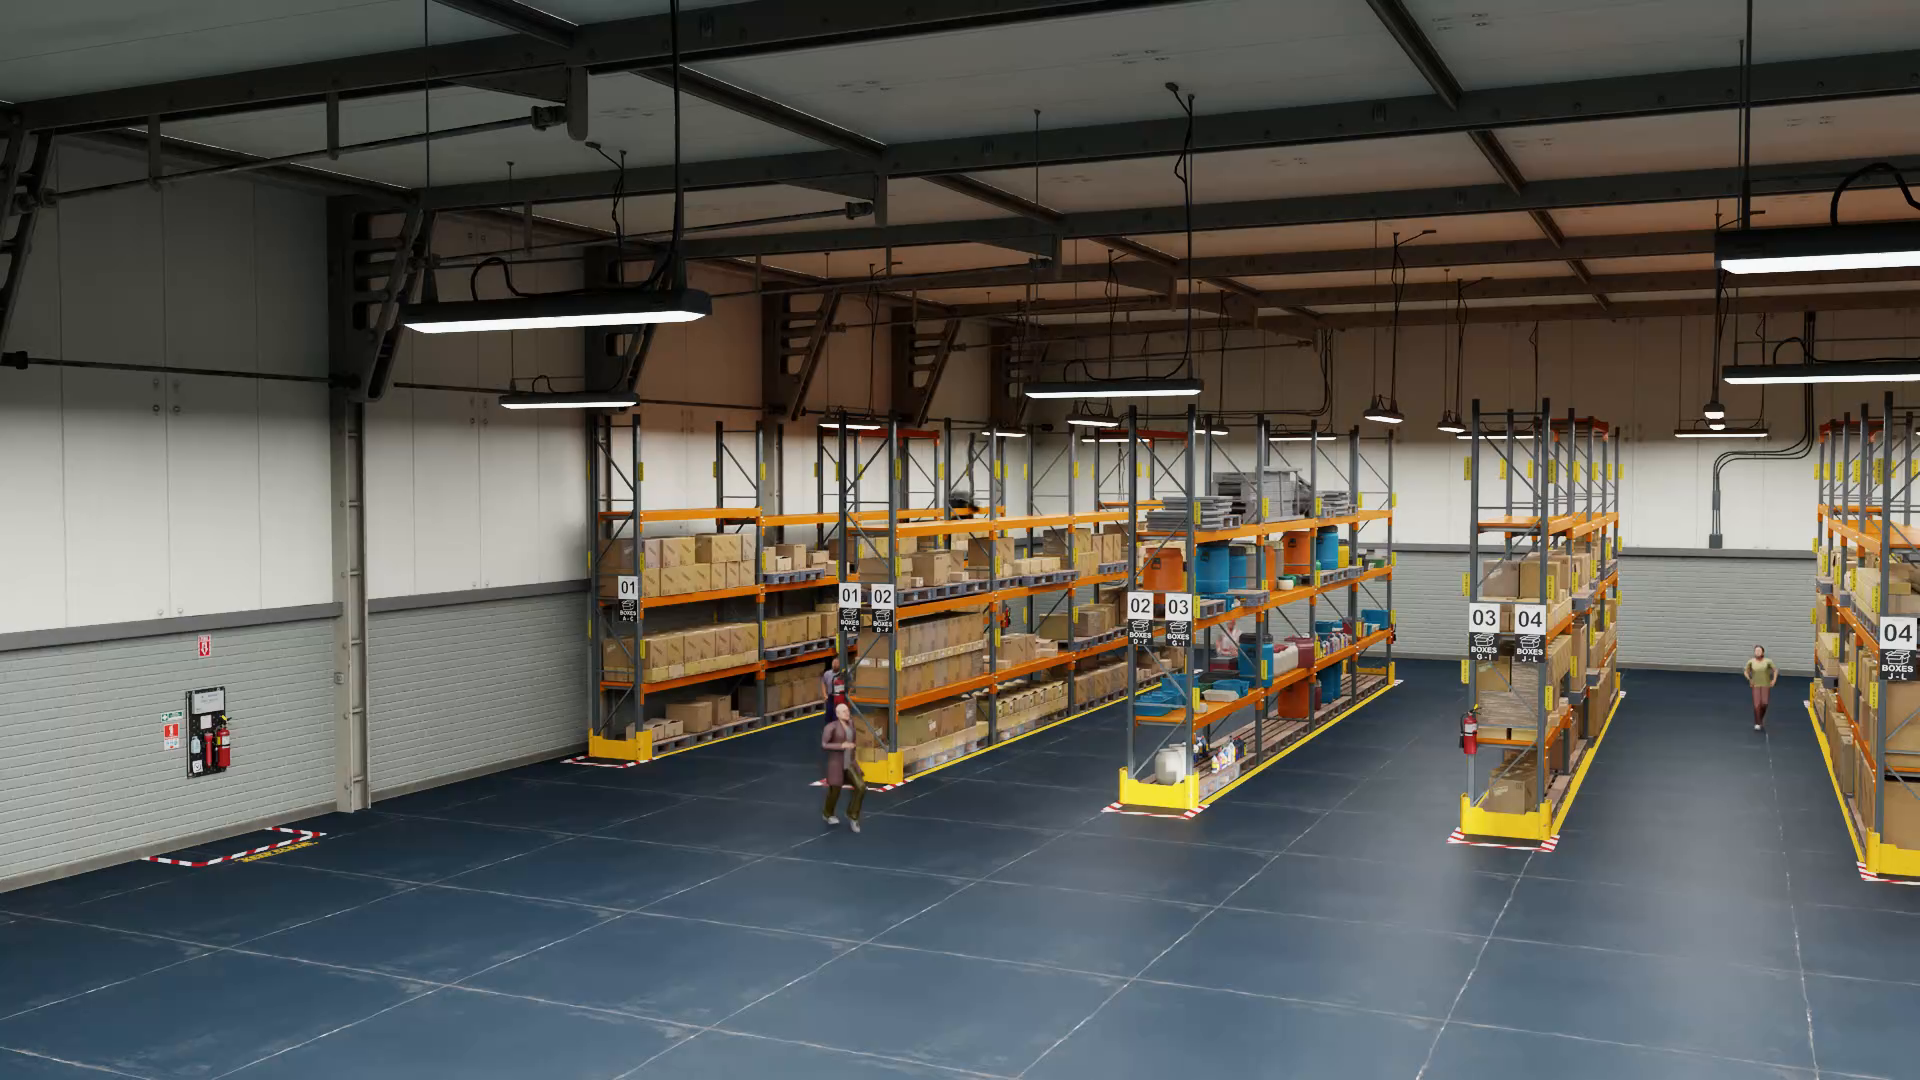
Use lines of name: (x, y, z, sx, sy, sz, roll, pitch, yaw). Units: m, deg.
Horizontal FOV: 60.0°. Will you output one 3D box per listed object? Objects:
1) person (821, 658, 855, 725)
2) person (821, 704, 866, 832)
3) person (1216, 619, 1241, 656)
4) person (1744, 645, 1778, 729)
person: (-2.244, 2.963, 30.519, 0.626, 1.607, 0.626, 0, 2, 9)
person: (-1.679, 3.177, 23.181, 0.687, 1.817, 0.862, -2, 3, -37)
person: (5.912, 2.616, 36.519, 0.632, 1.829, 0.754, 1, 2, 16)
person: (15.512, 2.866, 32.244, 0.590, 1.622, 0.520, 1, 3, 29)
